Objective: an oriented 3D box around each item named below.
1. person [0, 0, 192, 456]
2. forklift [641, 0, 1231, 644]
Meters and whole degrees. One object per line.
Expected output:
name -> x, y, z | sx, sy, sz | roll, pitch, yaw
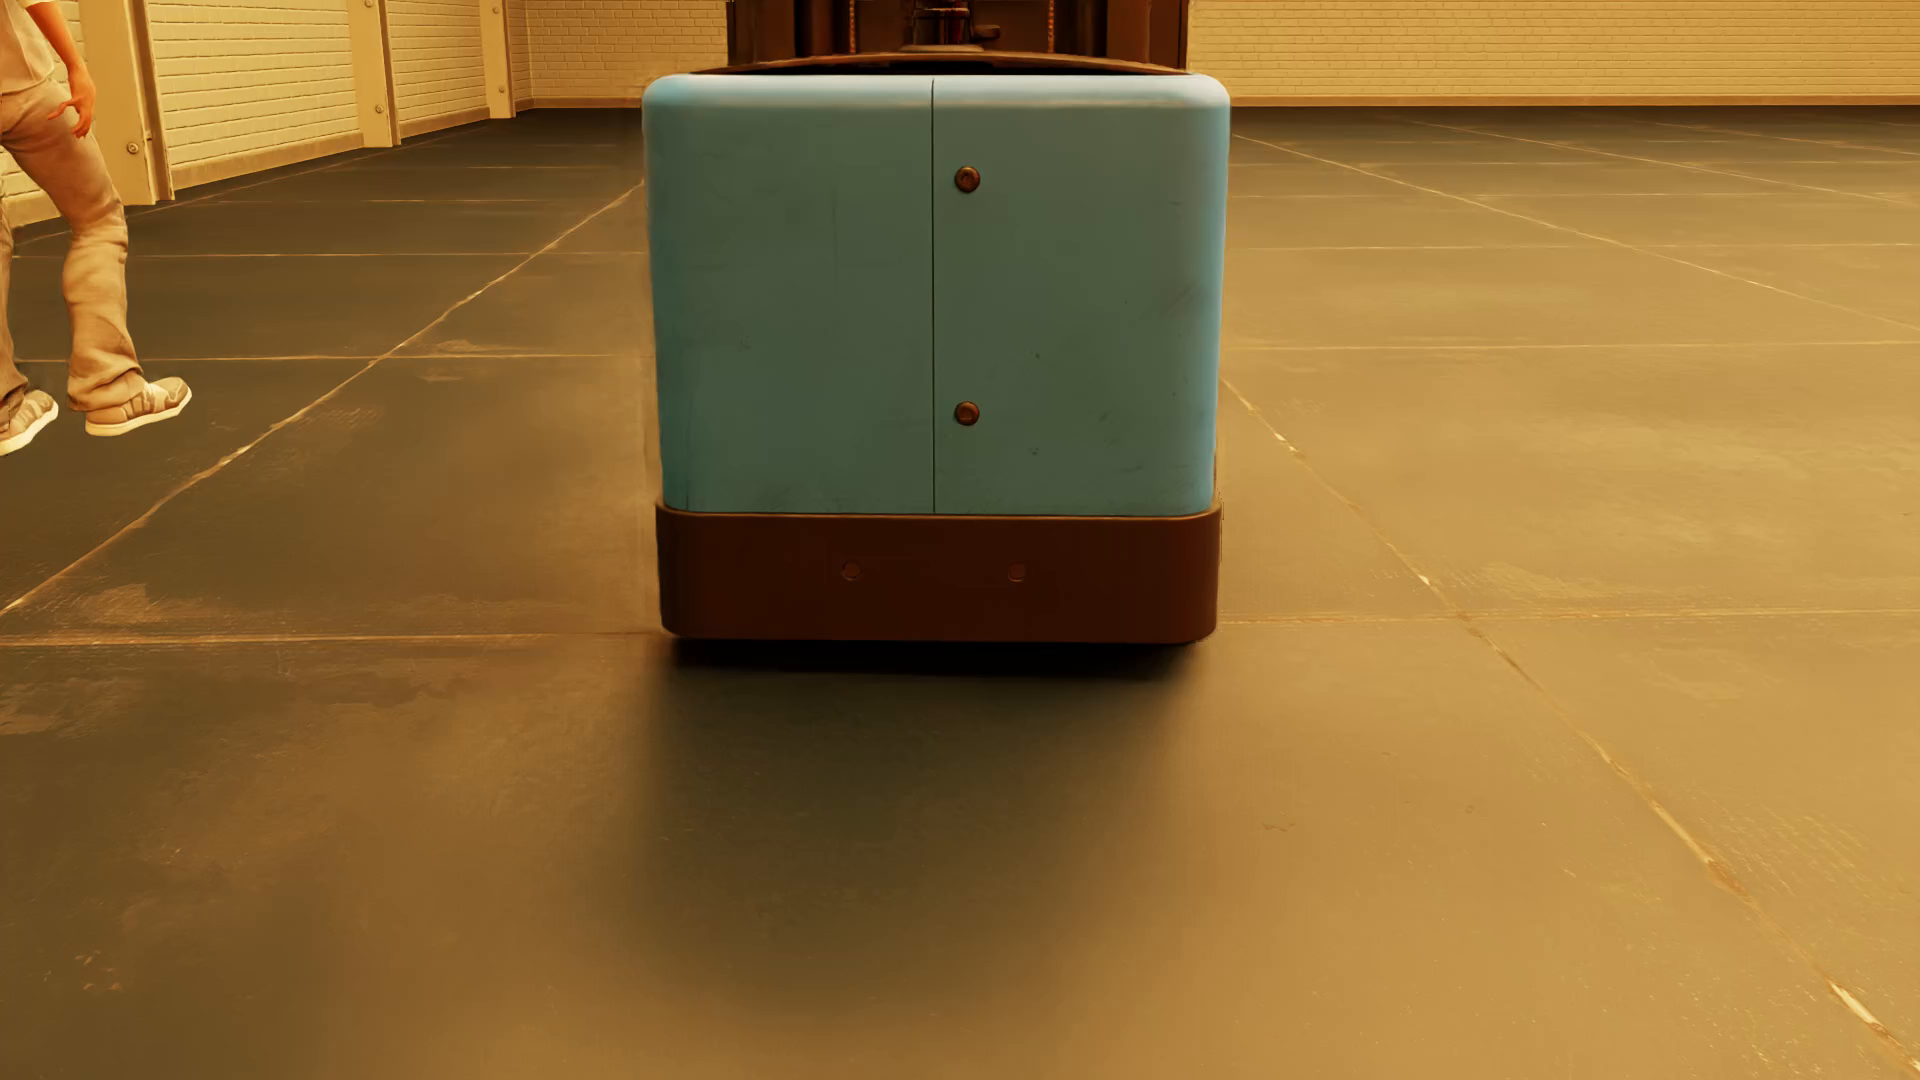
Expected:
person -> -2.073, -0.970, 3.544 | 0.517, 1.585, 0.426 | 2, 17, 7
forklift -> 0.001, -1.588, 4.098 | 1.130, 2.935, 3.031 | 1, 17, 2
